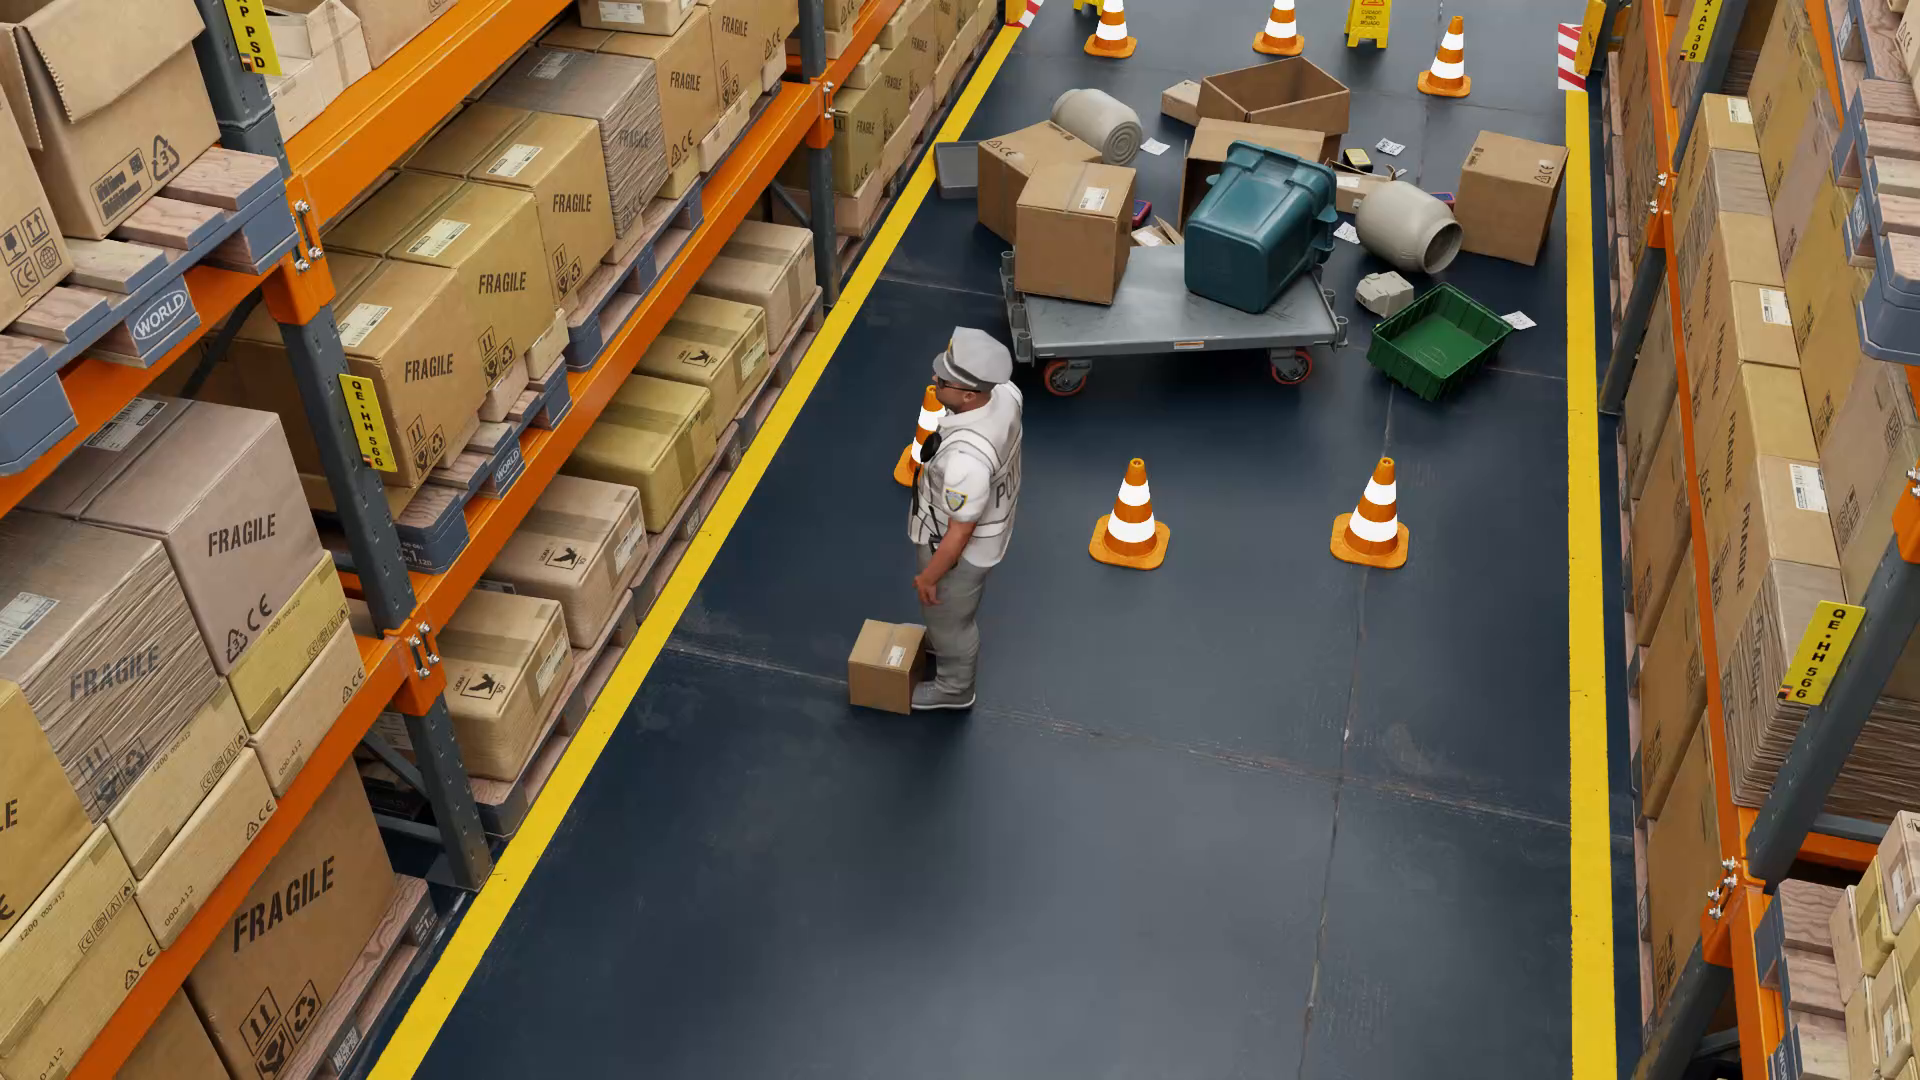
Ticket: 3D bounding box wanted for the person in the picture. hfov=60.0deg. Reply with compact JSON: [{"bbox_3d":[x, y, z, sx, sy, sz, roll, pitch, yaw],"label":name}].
[{"bbox_3d":[-0.076,-0.057,6.183,0.575,1.781,0.640,10,42,11],"label":"person"}]
